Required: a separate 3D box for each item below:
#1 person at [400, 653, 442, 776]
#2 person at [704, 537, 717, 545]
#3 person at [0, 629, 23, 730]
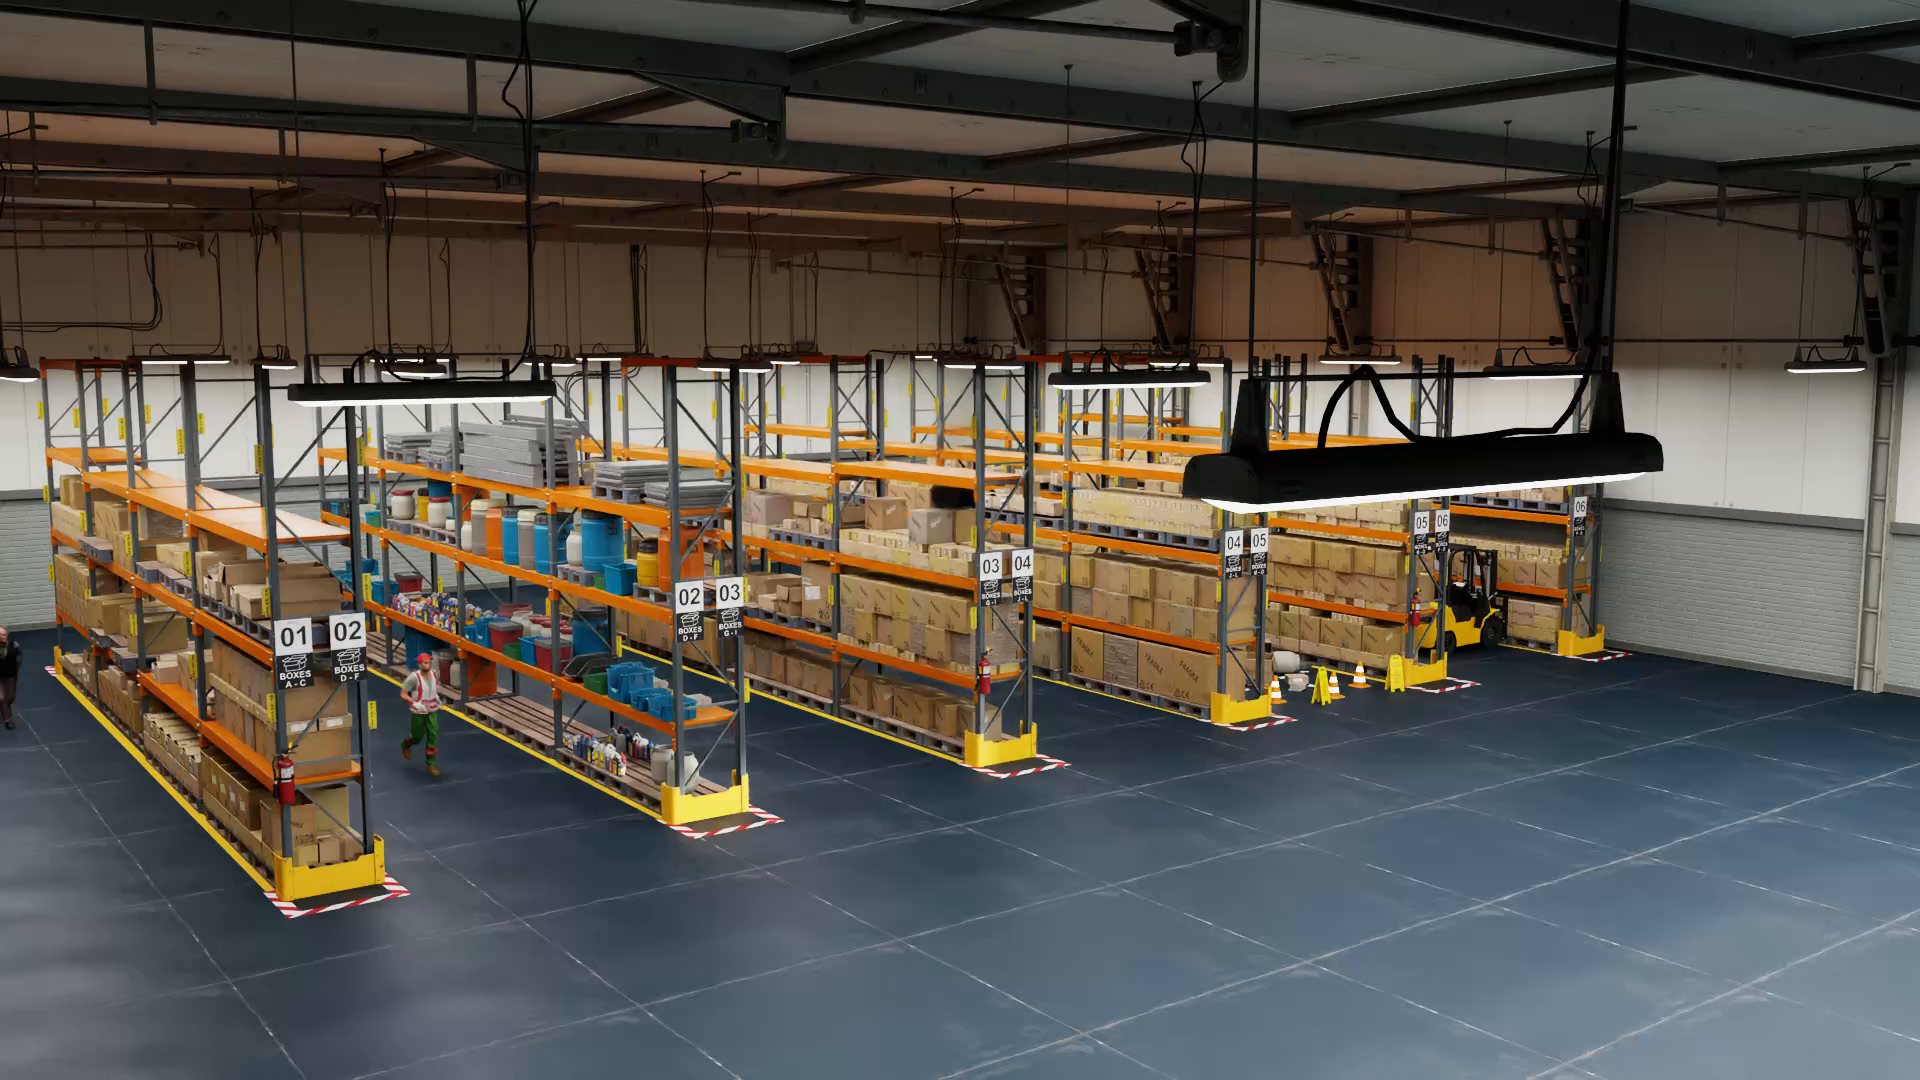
[{"bbox_3d":[-7.921,2.526,24.467,0.969,1.772,0.683,5,9,38],"label":"person"},{"bbox_3d":[-5.976,0.671,39.898,0.723,1.783,1.142,-2,7,-19],"label":"person"},{"bbox_3d":[-15.736,2.244,27.329,0.636,1.671,0.809,-4,8,-32],"label":"person"}]
